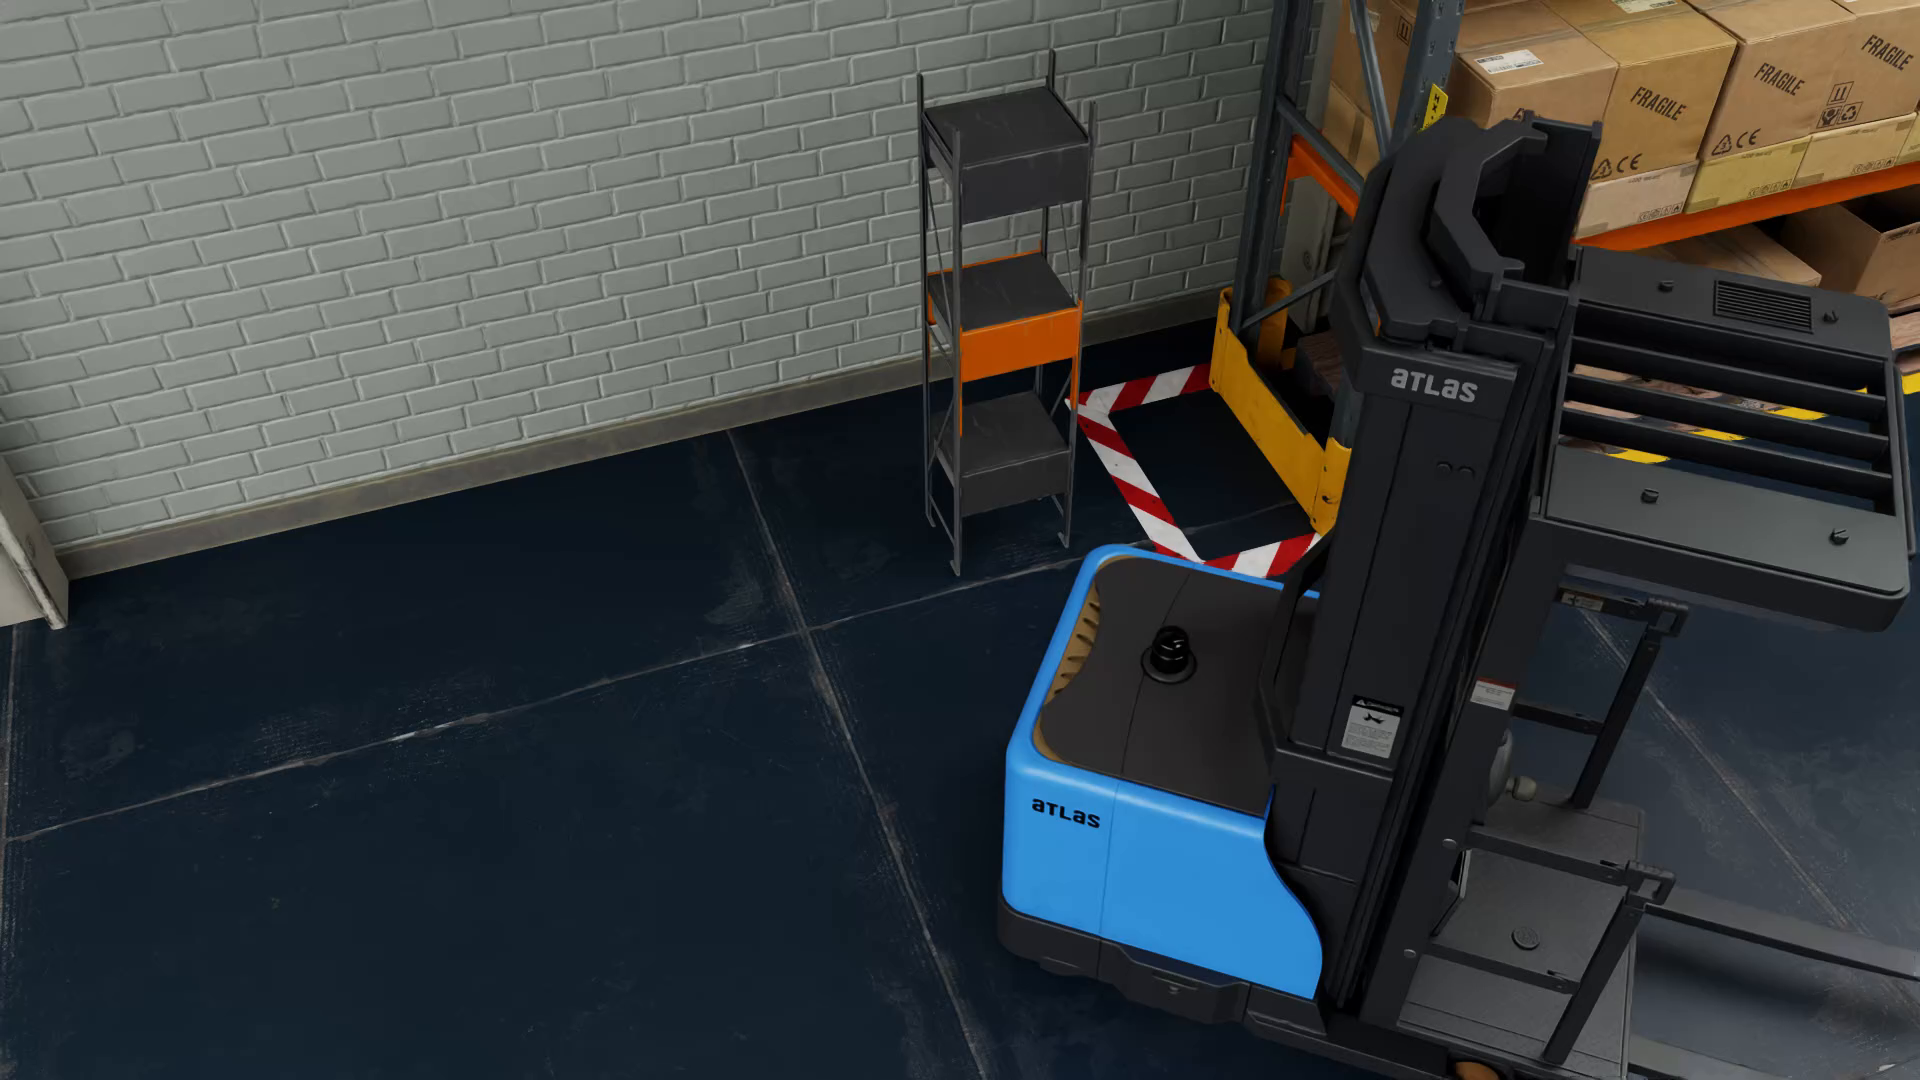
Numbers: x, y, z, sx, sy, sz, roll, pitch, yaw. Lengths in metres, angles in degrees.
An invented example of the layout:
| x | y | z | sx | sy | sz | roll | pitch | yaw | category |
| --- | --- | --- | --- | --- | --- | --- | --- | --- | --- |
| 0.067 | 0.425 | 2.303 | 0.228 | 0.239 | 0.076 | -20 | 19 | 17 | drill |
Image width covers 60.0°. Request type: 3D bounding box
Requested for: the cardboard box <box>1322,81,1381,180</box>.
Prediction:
| x | y | z | sx | sy | sz | roll | pitch | yaw | category |
| --- | --- | --- | --- | --- | --- | --- | --- | --- | --- |
| 1.810 | -1.658 | 6.686 | 0.500 | 0.250 | 0.500 | -14 | 47 | -13 | cardboard box |

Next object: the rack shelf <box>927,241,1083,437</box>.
| x | y | z | sx | sy | sz | roll | pitch | yaw | category |
| --- | --- | --- | --- | --- | --- | --- | --- | --- | --- |
| 0.156 | -0.771 | 6.365 | 0.480 | 0.518 | 0.431 | -14 | 47 | -14 | rack shelf |

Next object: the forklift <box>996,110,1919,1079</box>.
| x | y | z | sx | sy | sz | roll | pitch | yaw | category |
| --- | --- | --- | --- | --- | --- | --- | --- | --- | --- |
| 1.697 | 0.384 | 4.607 | 3.031 | 2.935 | 1.130 | 14 | 47 | 13 | forklift |

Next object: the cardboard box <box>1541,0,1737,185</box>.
| x | y | z | sx | sy | sz | roll | pitch | yaw | category |
| --- | --- | --- | --- | --- | --- | --- | --- | --- | --- |
| 2.456 | -1.708 | 6.206 | 0.500 | 0.500 | 0.500 | -14 | 47 | -14 | cardboard box |

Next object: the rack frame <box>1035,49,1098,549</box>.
| x | y | z | sx | sy | sz | roll | pitch | yaw | category |
| --- | --- | --- | --- | --- | --- | --- | --- | --- | --- |
| 0.385 | -0.840 | 6.414 | 0.015 | 2.100 | 0.400 | -14 | 47 | -14 | rack frame |

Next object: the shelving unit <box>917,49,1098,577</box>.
| x | y | z | sx | sy | sz | roll | pitch | yaw | category |
| --- | --- | --- | --- | --- | --- | --- | --- | --- | --- |
| 0.156 | -0.781 | 6.355 | 0.503 | 2.100 | 0.431 | -14 | 47 | -14 | shelving unit |

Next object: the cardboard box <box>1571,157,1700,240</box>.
| x | y | z | sx | sy | sz | roll | pitch | yaw | category |
| --- | --- | --- | --- | --- | --- | --- | --- | --- | --- |
| 2.487 | -1.457 | 6.485 | 0.500 | 0.250 | 0.500 | -16 | 47 | -15 | cardboard box |

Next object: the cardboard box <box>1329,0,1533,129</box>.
| x | y | z | sx | sy | sz | roll | pitch | yaw | category |
| --- | --- | --- | --- | --- | --- | --- | --- | --- | --- |
| 1.808 | -1.936 | 6.433 | 0.500 | 0.500 | 0.500 | -15 | 47 | -14 | cardboard box |

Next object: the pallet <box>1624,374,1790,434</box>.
| x | y | z | sx | sy | sz | roll | pitch | yaw | category |
| --- | --- | --- | --- | --- | --- | --- | --- | --- | --- |
| 3.430 | -0.959 | 7.866 | 1.213 | 0.211 | 1.003 | -14 | 47 | -14 | pallet |

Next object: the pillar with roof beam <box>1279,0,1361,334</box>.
| x | y | z | sx | sy | sz | roll | pitch | yaw | category |
| --- | --- | --- | --- | --- | --- | --- | --- | --- | --- |
| 3.263 | -1.457 | 2.158 | 0.400 | 9.000 | 9.100 | -14 | 47 | -14 | pillar with roof beam |

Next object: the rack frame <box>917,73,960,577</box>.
| x | y | z | sx | sy | sz | roll | pitch | yaw | category |
| --- | --- | --- | --- | --- | --- | --- | --- | --- | --- |
| -0.074 | -0.722 | 6.297 | 0.015 | 2.100 | 0.400 | -14 | 47 | -14 | rack frame |

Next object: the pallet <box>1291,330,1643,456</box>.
| x | y | z | sx | sy | sz | roll | pitch | yaw | category |
| --- | --- | --- | --- | --- | --- | --- | --- | --- | --- |
| 2.284 | -0.668 | 7.576 | 1.213 | 0.211 | 1.003 | -14 | 47 | -14 | pallet |

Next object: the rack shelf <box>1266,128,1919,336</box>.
| x | y | z | sx | sy | sz | roll | pitch | yaw | category |
| --- | --- | --- | --- | --- | --- | --- | --- | --- | --- |
| 3.318 | -1.689 | 7.133 | 4.000 | 0.370 | 1.077 | -14 | 47 | -14 | rack shelf |

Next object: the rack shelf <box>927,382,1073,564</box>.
| x | y | z | sx | sy | sz | roll | pitch | yaw | category |
| --- | --- | --- | --- | --- | --- | --- | --- | --- | --- |
| 0.156 | -0.277 | 6.861 | 0.480 | 0.518 | 0.431 | -14 | 47 | -14 | rack shelf |

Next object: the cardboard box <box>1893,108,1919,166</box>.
| x | y | z | sx | sy | sz | roll | pitch | yaw | category |
| --- | --- | --- | --- | --- | --- | --- | --- | --- | --- |
| 3.917 | -1.817 | 6.844 | 0.500 | 0.250 | 0.500 | -15 | 47 | -14 | cardboard box |

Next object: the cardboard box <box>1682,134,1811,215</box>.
| x | y | z | sx | sy | sz | roll | pitch | yaw | category |
| --- | --- | --- | --- | --- | --- | --- | --- | --- | --- |
| 2.968 | -1.575 | 6.603 | 0.500 | 0.250 | 0.500 | -15 | 47 | -14 | cardboard box |

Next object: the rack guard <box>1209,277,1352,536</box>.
| x | y | z | sx | sy | sz | roll | pitch | yaw | category |
| --- | --- | --- | --- | --- | --- | --- | --- | --- | --- |
| 1.508 | -0.598 | 7.302 | 0.348 | 0.500 | 1.175 | -14 | 47 | -14 | rack guard |

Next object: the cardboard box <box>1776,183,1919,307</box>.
| x | y | z | sx | sy | sz | roll | pitch | yaw | category |
| --- | --- | --- | --- | --- | --- | --- | --- | --- | --- |
| 4.236 | -1.421 | 7.812 | 0.500 | 0.500 | 0.500 | -18 | 48 | -17 | cardboard box |

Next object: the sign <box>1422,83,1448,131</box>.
| x | y | z | sx | sy | sz | roll | pitch | yaw | category |
| --- | --- | --- | --- | --- | --- | --- | --- | --- | --- |
| 1.621 | -1.406 | 5.732 | 0.005 | 0.325 | 0.100 | -14 | 47 | -14 | sign |

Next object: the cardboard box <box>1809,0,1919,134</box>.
| x | y | z | sx | sy | sz | roll | pitch | yaw | category |
| --- | --- | --- | --- | --- | --- | --- | --- | --- | --- |
| 3.425 | -1.960 | 6.457 | 0.500 | 0.500 | 0.500 | -13 | 47 | -13 | cardboard box |

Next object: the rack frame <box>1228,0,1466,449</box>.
| x | y | z | sx | sy | sz | roll | pitch | yaw | category |
| --- | --- | --- | --- | --- | --- | --- | --- | --- | --- |
| 1.437 | -1.462 | 6.399 | 0.127 | 3.000 | 1.000 | -14 | 47 | -14 | rack frame |

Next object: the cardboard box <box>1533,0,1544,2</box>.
| x | y | z | sx | sy | sz | roll | pitch | yaw | category |
| --- | --- | --- | --- | --- | --- | --- | --- | --- | --- |
| 2.284 | -2.051 | 6.548 | 0.500 | 0.500 | 0.500 | -14 | 47 | -13 | cardboard box |

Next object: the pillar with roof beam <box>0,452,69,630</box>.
| x | y | z | sx | sy | sz | roll | pitch | yaw | category |
| --- | --- | --- | --- | --- | --- | --- | --- | --- | --- |
| -2.381 | -0.014 | 0.720 | 0.400 | 9.000 | 9.100 | -14 | 47 | -14 | pillar with roof beam |

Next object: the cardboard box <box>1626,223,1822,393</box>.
| x | y | z | sx | sy | sz | roll | pitch | yaw | category |
| --- | --- | --- | --- | --- | --- | --- | --- | --- | --- |
| 3.361 | -1.122 | 7.514 | 0.500 | 0.500 | 0.700 | -17 | 48 | -16 | cardboard box |

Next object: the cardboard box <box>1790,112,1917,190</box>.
| x | y | z | sx | sy | sz | roll | pitch | yaw | category |
| --- | --- | --- | --- | --- | --- | --- | --- | --- | --- |
| 3.444 | -1.695 | 6.723 | 0.500 | 0.250 | 0.500 | -14 | 47 | -14 | cardboard box |

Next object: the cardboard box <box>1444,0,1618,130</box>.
| x | y | z | sx | sy | sz | roll | pitch | yaw | category |
| --- | --- | --- | --- | --- | --- | --- | --- | --- | --- |
| 1.988 | -1.596 | 6.094 | 0.500 | 0.500 | 0.500 | -14 | 47 | -14 | cardboard box |

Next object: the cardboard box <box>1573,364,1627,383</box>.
| x | y | z | sx | sy | sz | roll | pitch | yaw | category |
| --- | --- | --- | --- | --- | --- | --- | --- | --- | --- |
| 2.654 | -0.912 | 7.438 | 0.500 | 0.311 | 0.500 | -11 | 46 | -11 | cardboard box |

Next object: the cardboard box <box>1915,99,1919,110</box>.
| x | y | z | sx | sy | sz | roll | pitch | yaw | category |
| --- | --- | --- | --- | --- | --- | --- | --- | --- | --- |
| 3.914 | -2.086 | 6.582 | 0.500 | 0.500 | 0.500 | -16 | 47 | -15 | cardboard box |

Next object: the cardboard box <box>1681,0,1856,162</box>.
| x | y | z | sx | sy | sz | roll | pitch | yaw | category |
| --- | --- | --- | --- | --- | --- | --- | --- | --- | --- |
| 2.944 | -1.828 | 6.326 | 0.500 | 0.500 | 0.500 | -16 | 47 | -15 | cardboard box |

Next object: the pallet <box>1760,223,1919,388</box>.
| x | y | z | sx | sy | sz | roll | pitch | yaw | category |
| --- | --- | --- | --- | --- | --- | --- | --- | --- | --- |
| 4.579 | -1.255 | 8.161 | 1.213 | 0.211 | 1.003 | -14 | 47 | -14 | pallet |

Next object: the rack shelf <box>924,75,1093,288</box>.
| x | y | z | sx | sy | sz | roll | pitch | yaw | category |
| --- | --- | --- | --- | --- | --- | --- | --- | --- | --- |
| 0.156 | -1.266 | 5.869 | 0.480 | 0.518 | 0.431 | -14 | 47 | -14 | rack shelf |
